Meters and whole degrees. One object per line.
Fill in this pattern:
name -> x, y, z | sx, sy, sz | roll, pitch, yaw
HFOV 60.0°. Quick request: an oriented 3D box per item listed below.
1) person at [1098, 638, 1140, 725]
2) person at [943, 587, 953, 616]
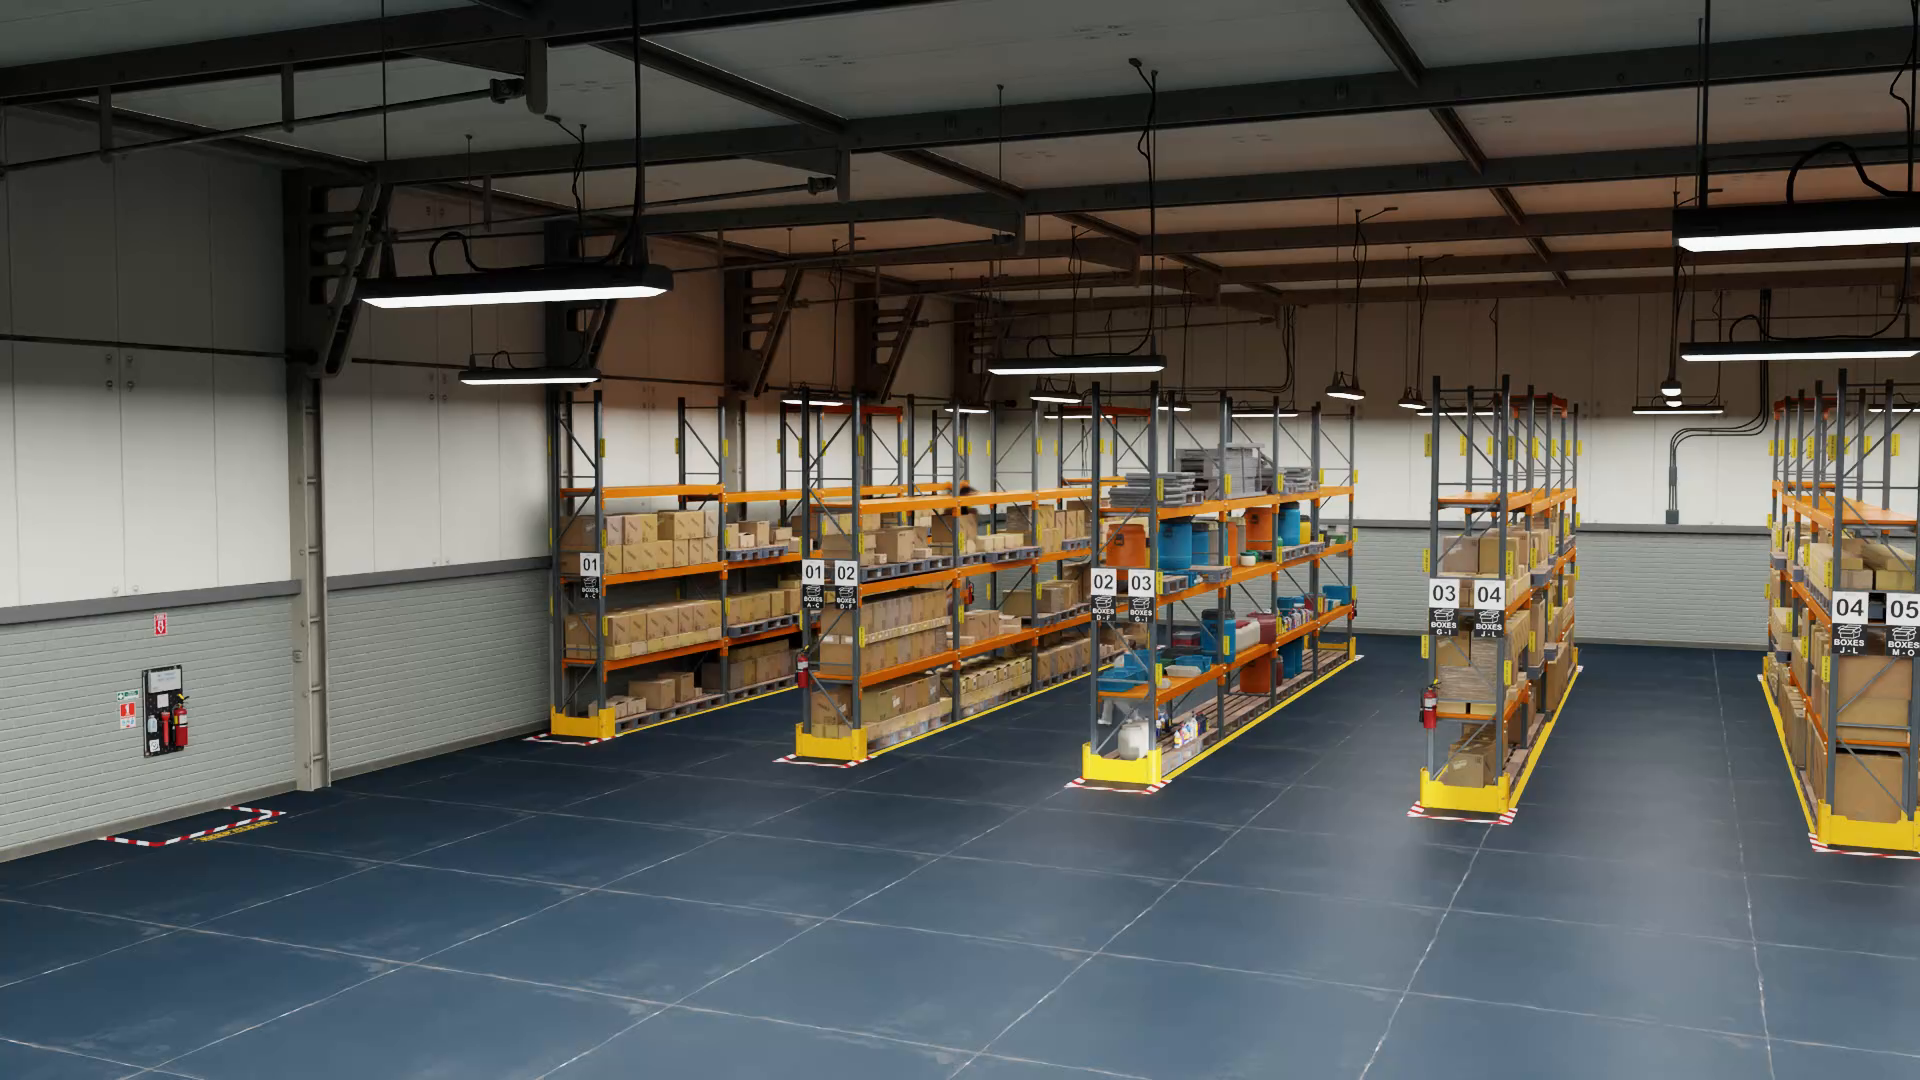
person -> 2.829, 2.557, 29.845 | 0.752, 1.588, 0.524 | -1, 3, -10
person -> -0.330, 1.975, 38.961 | 0.681, 1.725, 1.129 | 1, 3, 15
